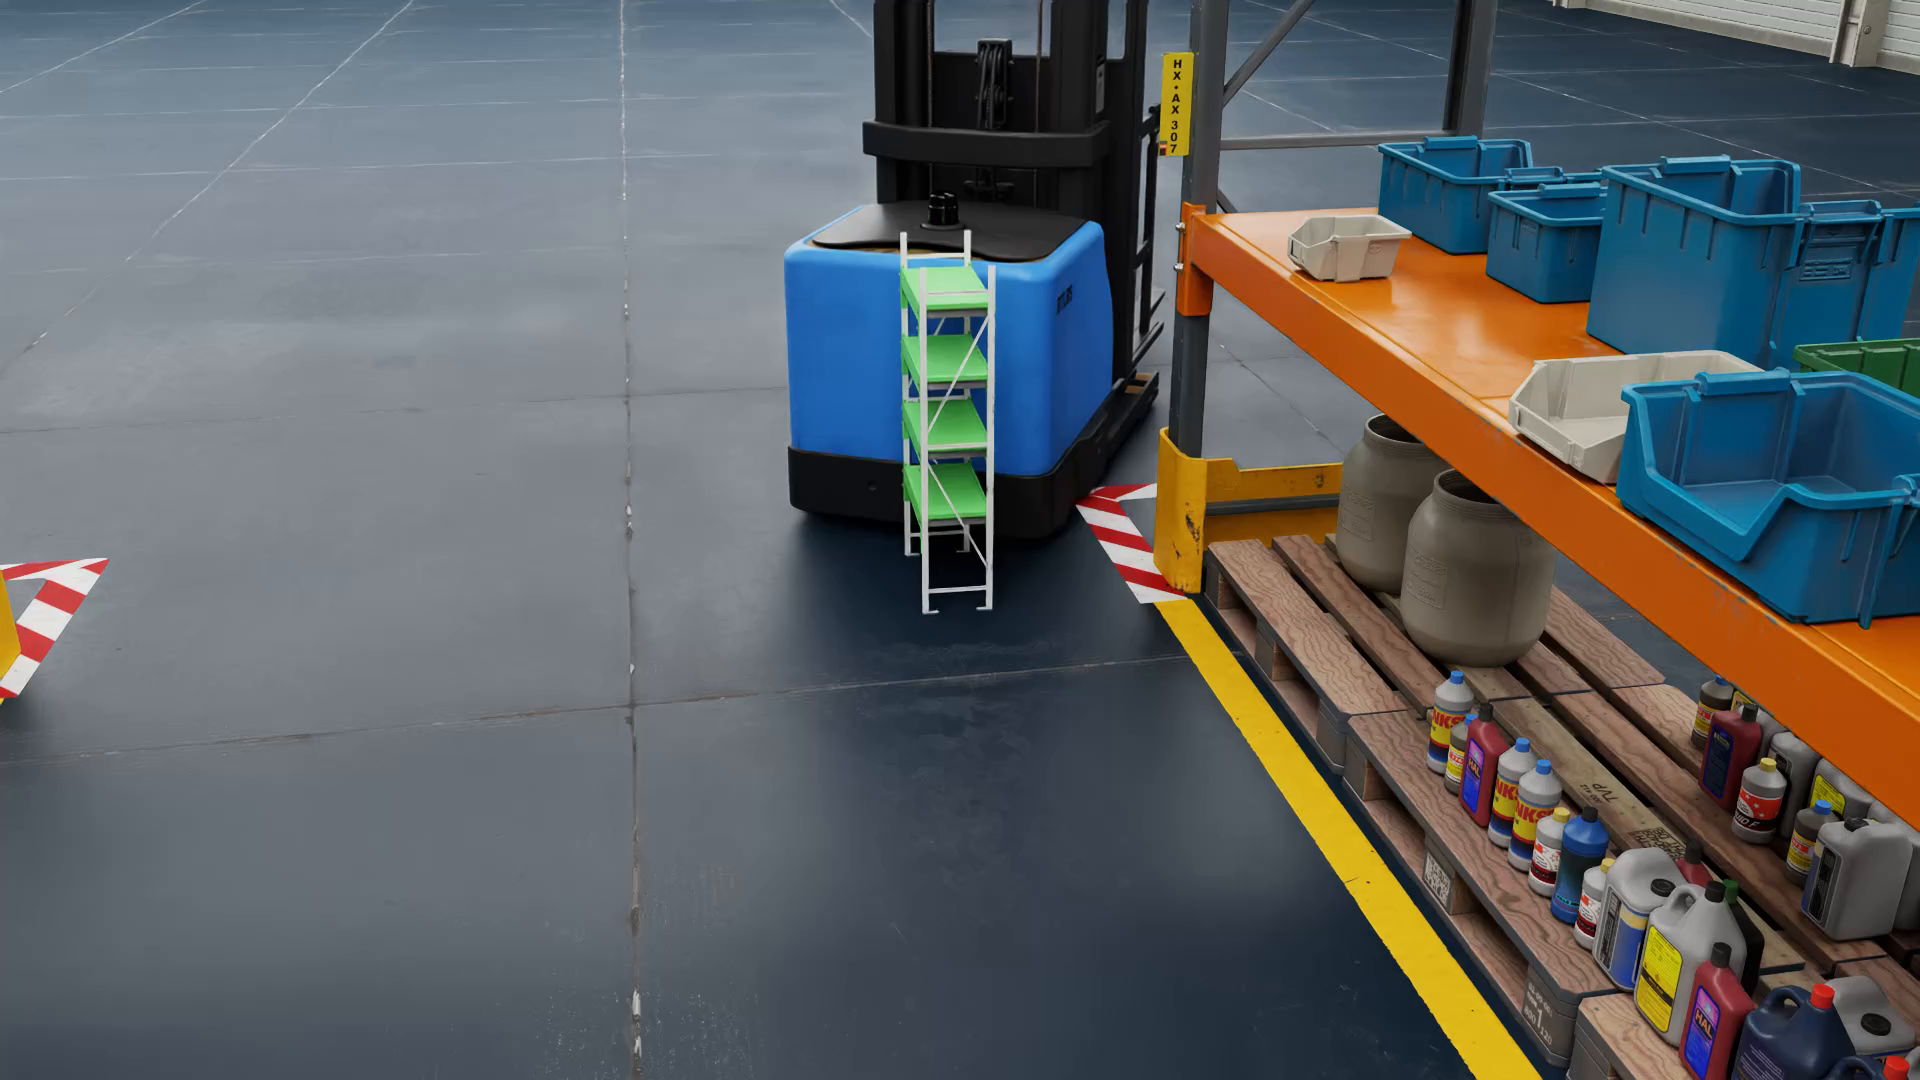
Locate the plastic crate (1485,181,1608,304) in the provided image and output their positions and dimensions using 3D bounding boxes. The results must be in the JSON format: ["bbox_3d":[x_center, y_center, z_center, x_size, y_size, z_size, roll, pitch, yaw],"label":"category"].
[{"bbox_3d":[1.742,-0.822,4.569,0.499,0.251,0.408,-4,24,-10],"label":"plastic crate"}]

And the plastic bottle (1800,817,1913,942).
[{"bbox_3d":[1.984,0.731,3.682,0.152,0.276,0.135,-4,24,-10],"label":"plastic bottle"}]

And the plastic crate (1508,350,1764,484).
[{"bbox_3d":[1.431,-0.246,3.395,0.530,0.136,0.437,-4,24,-10],"label":"plastic crate"}]

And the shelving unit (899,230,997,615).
[{"bbox_3d":[-0.046,-0.402,5.671,0.258,1.200,0.503,-4,24,-8],"label":"shelving unit"}]

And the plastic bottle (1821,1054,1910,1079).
[{"bbox_3d":[1.578,1.033,2.896,0.144,0.351,0.185,-5,24,-11],"label":"plastic bottle"}]

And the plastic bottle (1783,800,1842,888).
[{"bbox_3d":[1.980,0.697,3.853,0.097,0.201,0.097,0,24,0],"label":"plastic bottle"}]

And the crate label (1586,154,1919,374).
[{"bbox_3d":[1.847,-0.633,3.906,0.502,0.435,0.616,-4,24,-10],"label":"crate label"}]

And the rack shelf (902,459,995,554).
[{"bbox_3d":[-0.046,-0.124,5.793,0.258,0.148,0.480,-4,24,-8],"label":"rack shelf"}]

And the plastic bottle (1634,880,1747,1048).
[{"bbox_3d":[1.483,0.831,3.360,0.144,0.351,0.185,-4,24,-10],"label":"plastic bottle"}]

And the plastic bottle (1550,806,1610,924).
[{"bbox_3d":[1.389,0.718,3.716,0.097,0.271,0.097,0,24,0],"label":"plastic bottle"}]

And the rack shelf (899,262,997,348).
[{"bbox_3d":[-0.046,-0.783,5.505,0.258,0.148,0.480,-4,24,-8],"label":"rack shelf"}]

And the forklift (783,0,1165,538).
[{"bbox_3d":[0.281,-1.912,6.967,1.130,2.935,3.031,7,25,16],"label":"forklift"}]

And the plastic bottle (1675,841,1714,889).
[{"bbox_3d":[1.561,0.789,3.539,0.061,0.283,0.133,-4,24,-10],"label":"plastic bottle"}]

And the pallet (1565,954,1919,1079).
[{"bbox_3d":[1.897,1.264,3.093,1.003,0.211,1.213,-4,24,-10],"label":"pallet"}]

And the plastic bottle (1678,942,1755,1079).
[{"bbox_3d":[1.471,0.928,3.222,0.061,0.283,0.133,-3,24,-6],"label":"plastic bottle"}]

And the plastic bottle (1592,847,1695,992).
[{"bbox_3d":[1.456,0.801,3.522,0.152,0.276,0.135,-4,24,-9],"label":"plastic bottle"}]

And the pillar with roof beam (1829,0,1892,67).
[{"bbox_3d":[5.506,-8.993,15.597,9.100,9.000,0.400,-4,24,-10],"label":"pillar with roof beam"}]

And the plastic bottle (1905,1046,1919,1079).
[{"bbox_3d":[1.719,1.023,2.921,0.144,0.351,0.185,-4,24,-10],"label":"plastic bottle"}]

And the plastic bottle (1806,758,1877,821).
[{"bbox_3d":[2.091,0.603,3.883,0.144,0.351,0.185,-3,24,-8],"label":"plastic bottle"}]

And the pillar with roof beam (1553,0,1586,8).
[{"bbox_3d":[4.397,-11.353,21.001,9.100,9.000,0.400,-4,24,-10],"label":"pillar with roof beam"}]

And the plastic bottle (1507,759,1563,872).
[{"bbox_3d":[1.351,0.639,3.899,0.097,0.271,0.097,0,24,0],"label":"plastic bottle"}]

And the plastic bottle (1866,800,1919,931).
[{"bbox_3d":[2.125,0.676,3.715,0.144,0.351,0.185,-4,24,-10],"label":"plastic bottle"}]

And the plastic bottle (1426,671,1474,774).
[{"bbox_3d":[1.269,0.465,4.298,0.097,0.271,0.097,0,24,0],"label":"plastic bottle"}]

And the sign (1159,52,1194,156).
[{"bbox_3d":[0.699,-1.408,5.381,0.100,0.325,0.005,-4,24,-10],"label":"sign"}]

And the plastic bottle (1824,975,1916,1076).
[{"bbox_3d":[1.683,0.971,3.132,0.152,0.276,0.135,-4,24,-10],"label":"plastic bottle"}]

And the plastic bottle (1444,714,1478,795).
[{"bbox_3d":[1.289,0.537,4.218,0.097,0.201,0.097,0,24,0],"label":"plastic bottle"}]

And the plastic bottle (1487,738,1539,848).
[{"bbox_3d":[1.333,0.599,3.989,0.097,0.271,0.097,0,24,0],"label":"plastic bottle"}]

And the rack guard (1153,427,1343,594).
[{"bbox_3d":[1.301,-0.148,5.965,1.175,0.500,0.348,-4,24,-10],"label":"rack guard"}]

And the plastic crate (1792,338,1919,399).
[{"bbox_3d":[2.006,-0.205,3.236,0.450,0.188,0.662,-4,24,-10],"label":"plastic crate"}]

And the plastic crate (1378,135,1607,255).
[{"bbox_3d":[1.627,-1.077,5.155,0.499,0.251,0.616,-4,24,-10],"label":"plastic crate"}]

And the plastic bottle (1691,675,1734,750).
[{"bbox_3d":[2.011,0.450,4.418,0.097,0.201,0.097,0,24,0],"label":"plastic bottle"}]

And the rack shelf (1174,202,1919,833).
[{"bbox_3d":[1.610,-0.204,3.868,1.077,0.370,4.000,-4,24,-10],"label":"rack shelf"}]

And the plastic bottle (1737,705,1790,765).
[{"bbox_3d":[2.031,0.517,4.171,0.152,0.276,0.135,-4,24,-9],"label":"plastic bottle"}]

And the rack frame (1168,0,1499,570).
[{"bbox_3d":[1.240,-1.320,5.525,1.000,3.000,0.127,-4,24,-10],"label":"rack frame"}]

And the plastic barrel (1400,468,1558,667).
[{"bbox_3d":[1.530,0.078,4.908,0.421,0.512,0.421,0,24,0],"label":"plastic barrel"}]

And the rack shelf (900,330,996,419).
[{"bbox_3d":[-0.046,-0.563,5.601,0.258,0.148,0.480,-4,24,-8],"label":"rack shelf"}]

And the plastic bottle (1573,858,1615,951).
[{"bbox_3d":[1.408,0.791,3.638,0.097,0.201,0.097,0,24,0],"label":"plastic bottle"}]

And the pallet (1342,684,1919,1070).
[{"bbox_3d":[1.668,0.783,4.194,1.003,0.211,1.213,-4,24,-10],"label":"pallet"}]

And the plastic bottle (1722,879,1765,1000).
[{"bbox_3d":[1.579,0.844,3.414,0.061,0.283,0.133,-4,24,-10],"label":"plastic bottle"}]

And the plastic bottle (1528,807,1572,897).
[{"bbox_3d":[1.370,0.710,3.824,0.097,0.201,0.097,0,24,0],"label":"plastic bottle"}]

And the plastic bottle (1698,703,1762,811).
[{"bbox_3d":[1.926,0.522,4.151,0.061,0.283,0.133,-4,24,-10],"label":"plastic bottle"}]

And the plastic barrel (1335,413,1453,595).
[{"bbox_3d":[1.437,-0.119,5.359,0.421,0.512,0.421,0,24,0],"label":"plastic barrel"}]

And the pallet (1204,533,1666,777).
[{"bbox_3d":[1.446,0.304,5.290,1.003,0.211,1.213,-4,24,-10],"label":"pallet"}]

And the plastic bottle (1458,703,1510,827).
[{"bbox_3d":[1.293,0.550,4.088,0.061,0.283,0.133,-4,24,-9],"label":"plastic bottle"}]

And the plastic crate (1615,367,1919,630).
[{"bbox_3d":[1.509,-0.094,2.903,0.499,0.251,0.616,-4,24,-10],"label":"plastic crate"}]

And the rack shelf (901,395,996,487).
[{"bbox_3d":[-0.046,-0.343,5.697,0.258,0.148,0.480,-4,24,-8],"label":"rack shelf"}]

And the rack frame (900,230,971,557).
[{"bbox_3d":[-0.083,-0.499,5.892,0.240,1.200,0.015,-4,24,-8],"label":"rack frame"}]

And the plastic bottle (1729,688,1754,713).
[{"bbox_3d":[2.050,0.457,4.299,0.061,0.283,0.133,-4,24,-8],"label":"plastic bottle"}]

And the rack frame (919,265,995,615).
[{"bbox_3d":[-0.008,-0.305,5.450,0.240,1.200,0.015,-4,24,-8],"label":"rack frame"}]

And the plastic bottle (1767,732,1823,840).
[{"bbox_3d":[2.056,0.572,4.046,0.152,0.276,0.135,-5,24,-11],"label":"plastic bottle"}]

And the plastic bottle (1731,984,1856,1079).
[{"bbox_3d":[1.542,0.958,3.069,0.144,0.351,0.185,-6,24,-12],"label":"plastic bottle"}]

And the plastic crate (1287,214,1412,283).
[{"bbox_3d":[1.090,-0.824,4.718,0.298,0.136,0.250,-4,24,-10],"label":"plastic crate"}]

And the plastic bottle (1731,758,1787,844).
[{"bbox_3d":[1.937,0.623,4.023,0.097,0.201,0.097,0,24,0],"label":"plastic bottle"}]

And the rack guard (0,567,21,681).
[{"bbox_3d":[-3.613,0.222,5.118,1.175,0.500,0.348,-4,24,-10],"label":"rack guard"}]
